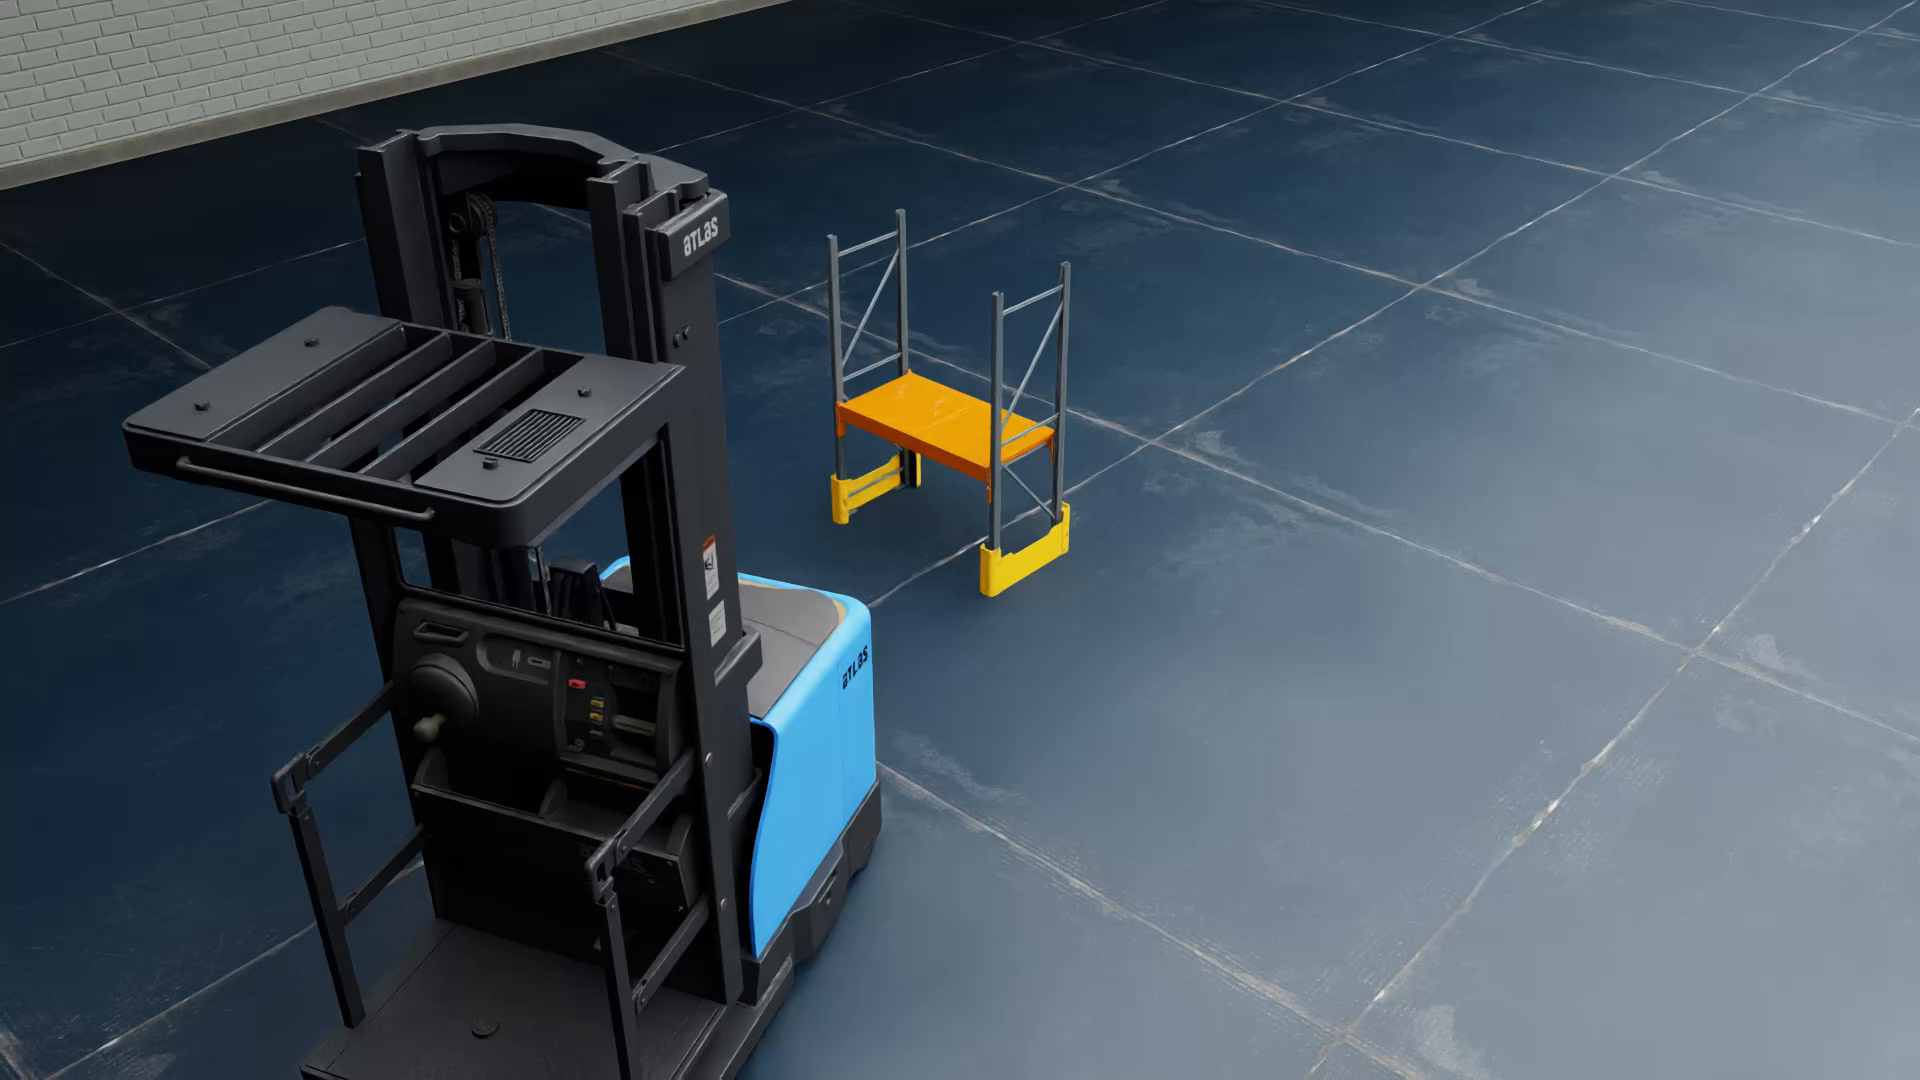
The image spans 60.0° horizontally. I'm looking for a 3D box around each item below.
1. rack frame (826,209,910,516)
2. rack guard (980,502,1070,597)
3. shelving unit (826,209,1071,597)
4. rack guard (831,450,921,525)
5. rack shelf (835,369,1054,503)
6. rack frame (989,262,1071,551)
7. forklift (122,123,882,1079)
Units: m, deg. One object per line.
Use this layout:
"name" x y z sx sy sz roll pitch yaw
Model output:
"rack frame" -0.440 -0.848 8.204 0.032 1.500 0.500 25 39 35
"rack guard" 0.313 0.039 7.943 0.087 0.250 0.587 25 39 35
"shelving unit" -0.057 -0.669 7.907 1.083 1.500 0.587 25 39 35
"rack guard" -0.426 -0.306 8.516 0.087 0.250 0.587 25 39 35
"rack shelf" -0.063 -0.518 8.005 1.000 0.185 0.538 25 39 35
"rack frame" 0.314 -0.496 7.620 0.032 1.500 0.500 25 39 35
"forklift" -1.298 0.493 4.589 1.130 2.935 3.031 11 33 18
